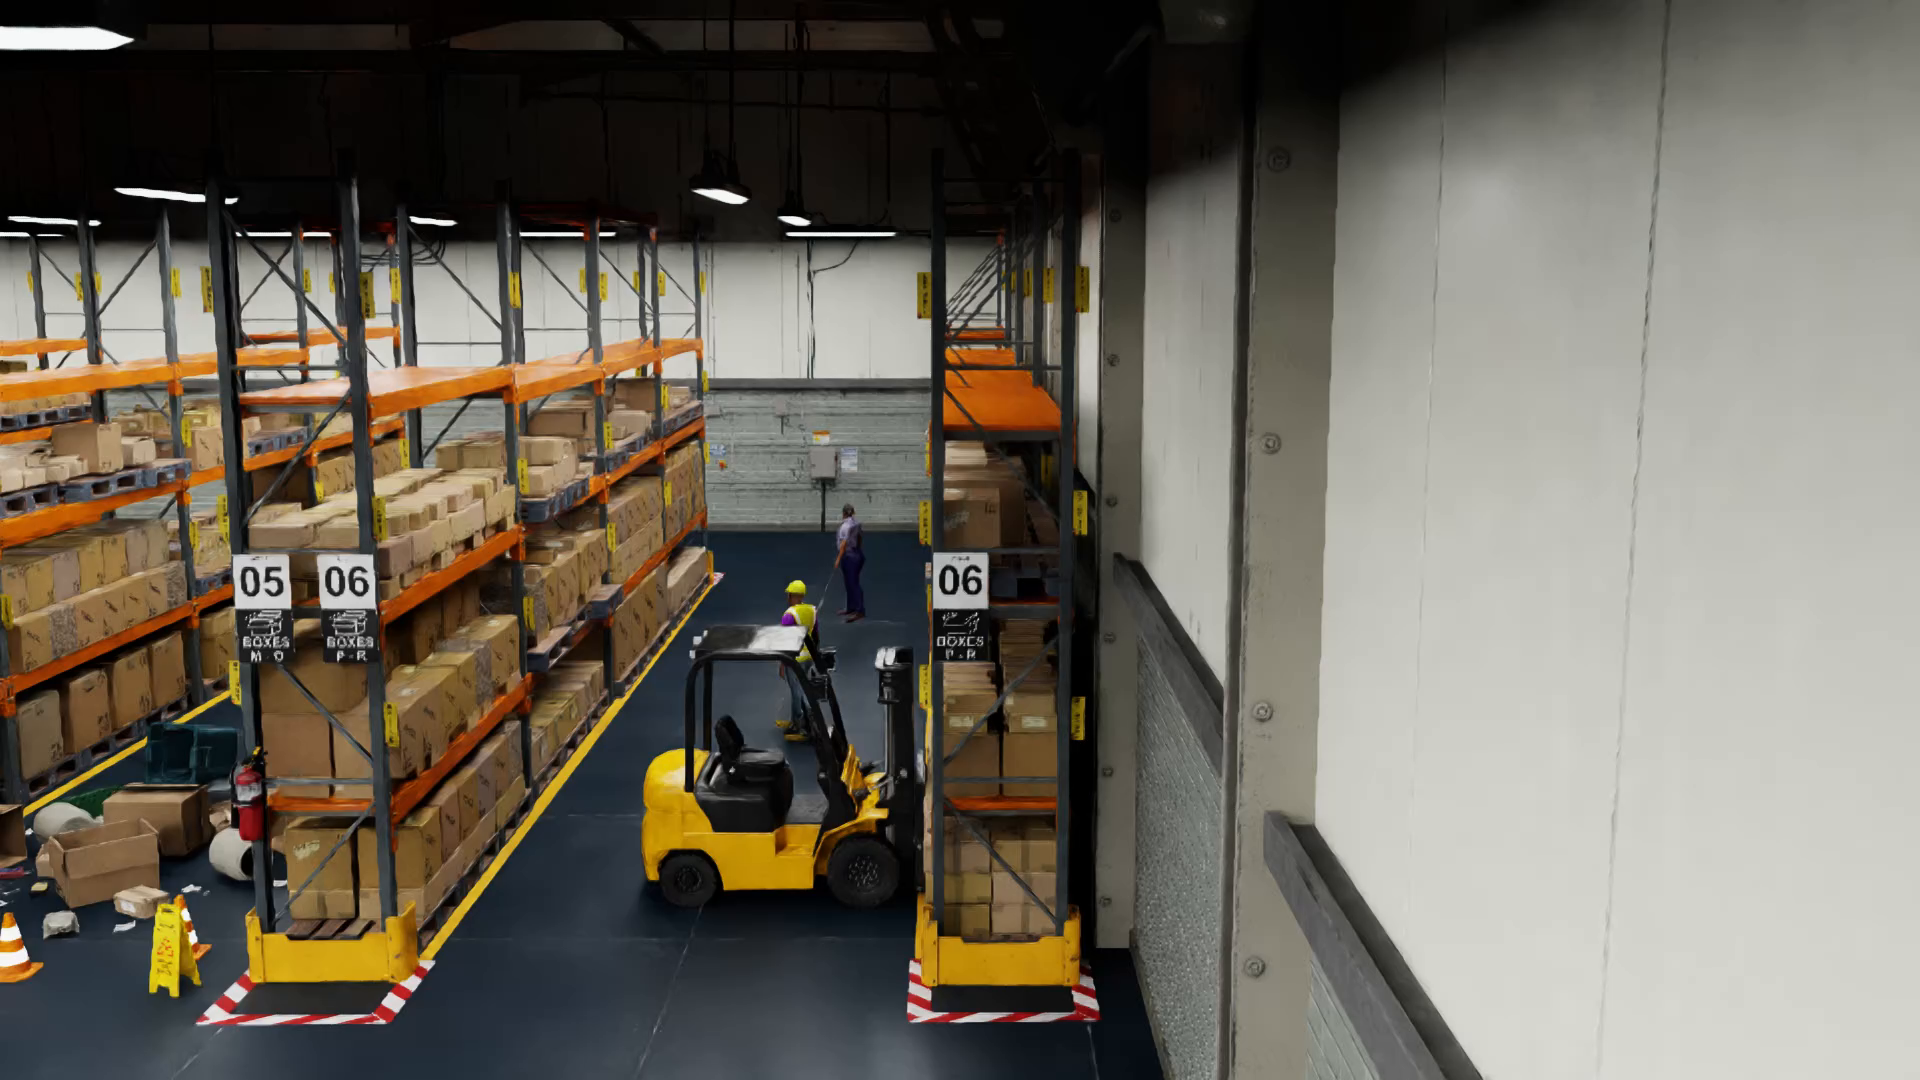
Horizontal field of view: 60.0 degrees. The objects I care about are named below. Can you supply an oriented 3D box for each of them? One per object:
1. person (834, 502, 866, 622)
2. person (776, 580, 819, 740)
[{"bbox_3d":[-1.546,0.298,23.716,0.512,1.675,0.540,3,10,18],"label":"person"},{"bbox_3d":[-1.864,1.312,18.699,0.629,1.760,0.787,4,10,25],"label":"person"}]
